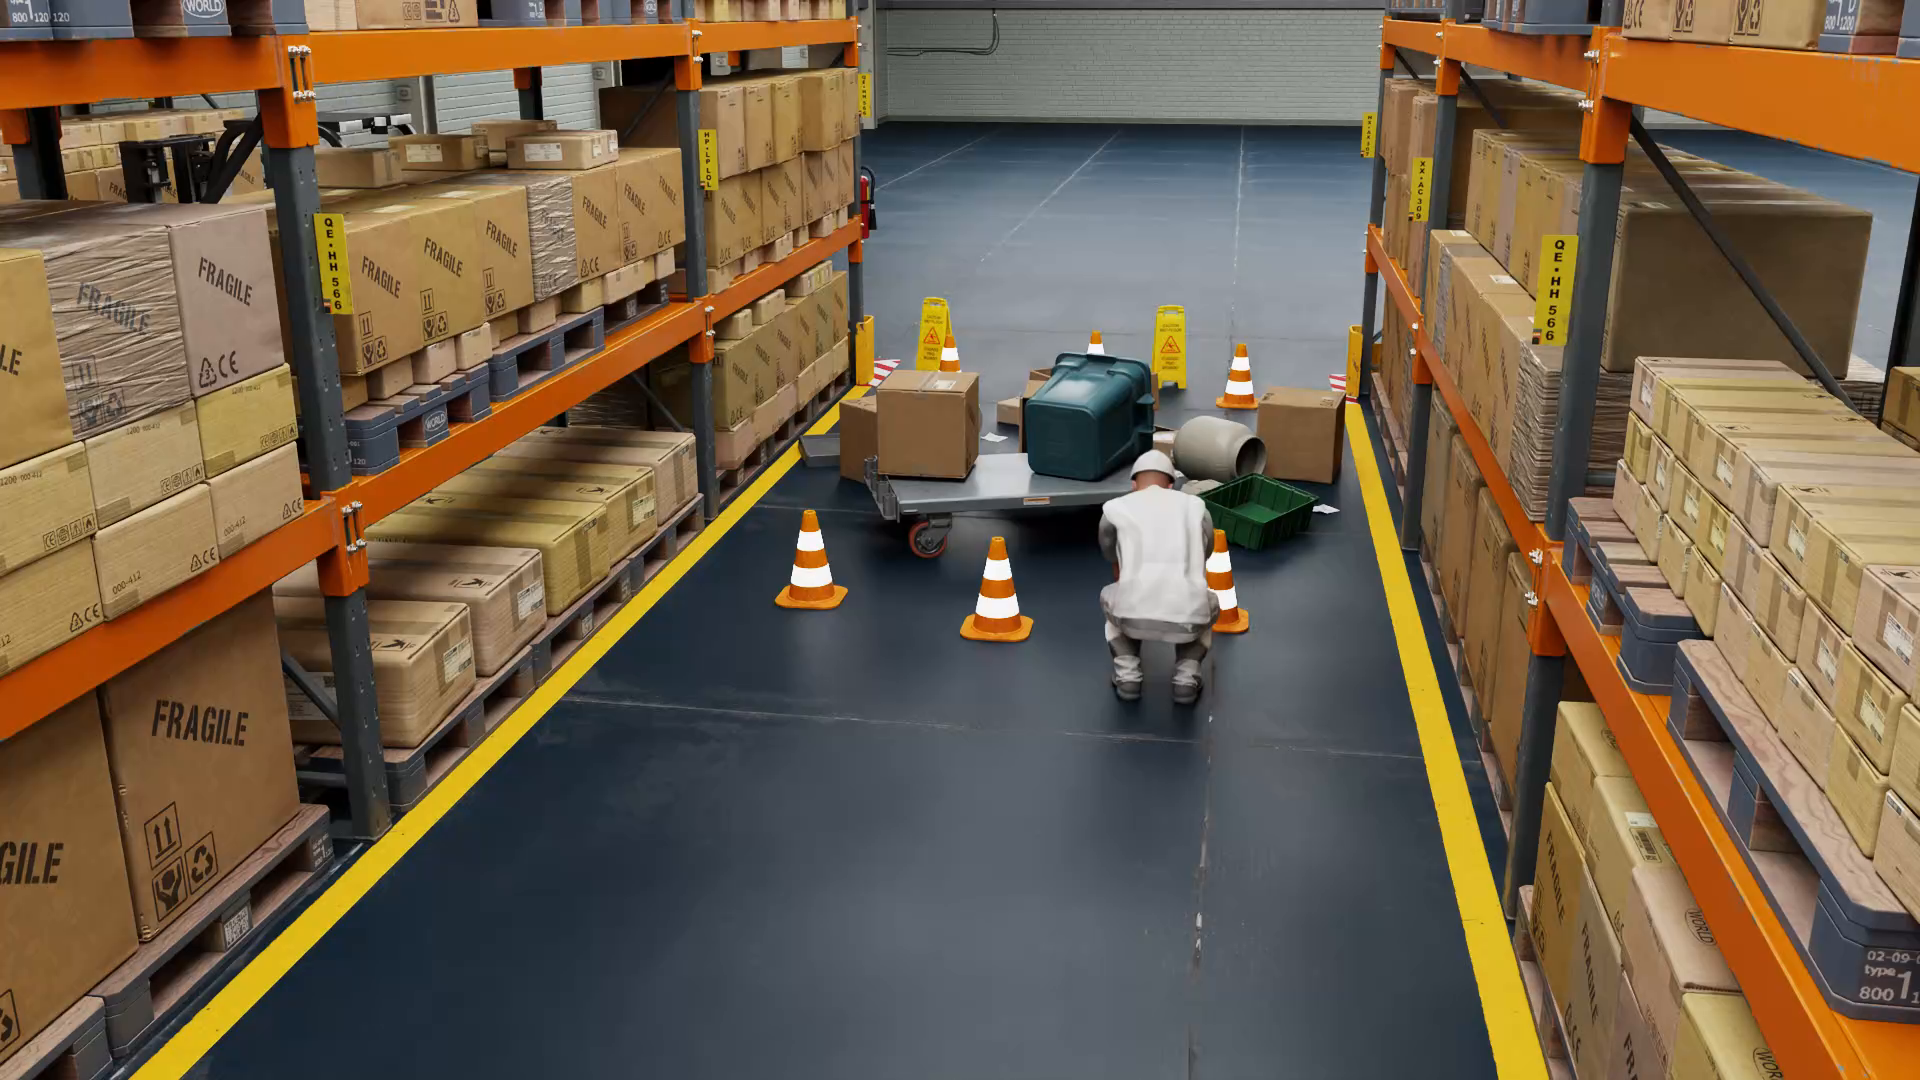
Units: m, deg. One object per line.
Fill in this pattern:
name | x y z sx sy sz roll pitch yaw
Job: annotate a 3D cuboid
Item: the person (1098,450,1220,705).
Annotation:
person | 0.878 0.153 7.352 0.552 0.997 0.890 3 18 8
